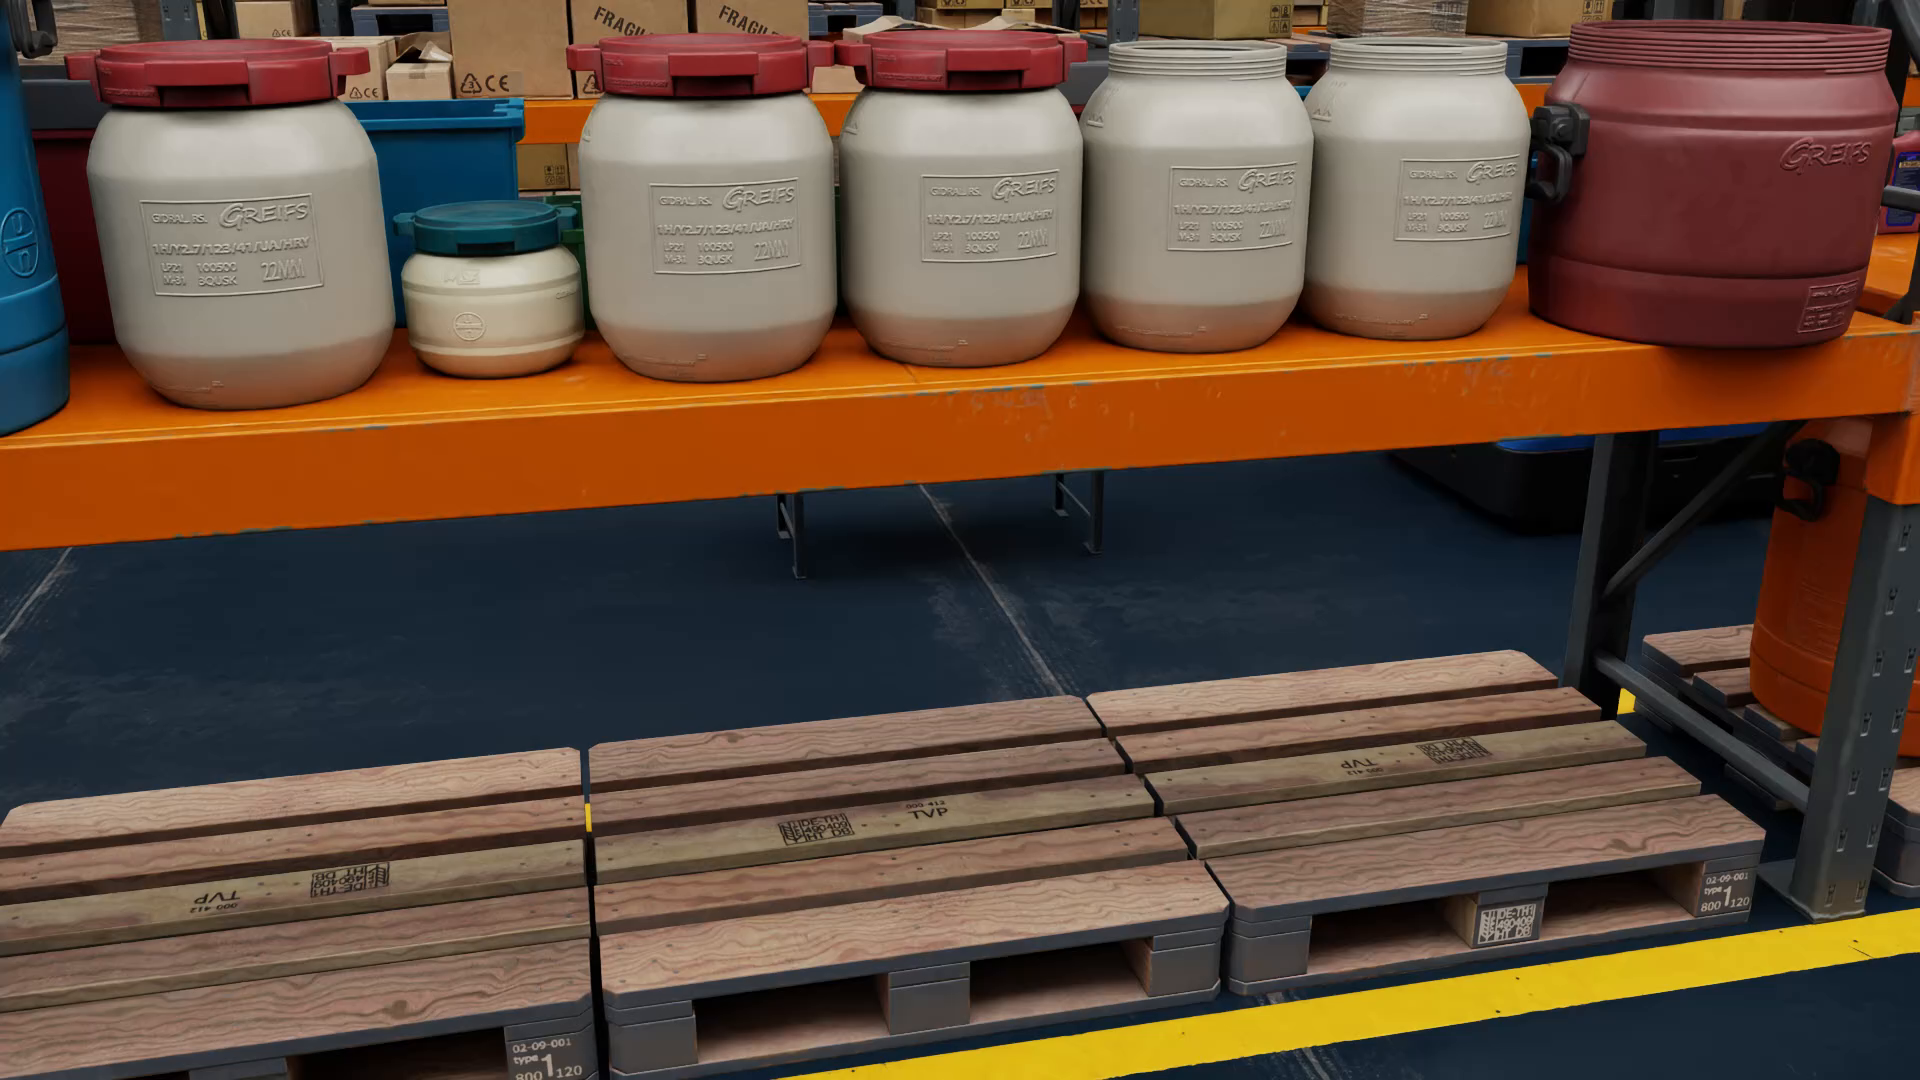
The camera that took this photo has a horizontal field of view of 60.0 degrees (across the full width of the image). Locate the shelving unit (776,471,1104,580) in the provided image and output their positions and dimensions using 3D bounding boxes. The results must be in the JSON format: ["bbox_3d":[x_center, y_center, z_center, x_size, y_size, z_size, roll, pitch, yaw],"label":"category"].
[{"bbox_3d":[-0.083,-0.697,5.538,1.048,1.500,0.538,-5,21,-12],"label":"shelving unit"}]

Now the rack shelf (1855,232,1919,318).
[{"bbox_3d":[3.723,-0.577,4.074,4.000,0.370,1.077,-5,21,-12],"label":"rack shelf"}]

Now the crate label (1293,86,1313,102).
[{"bbox_3d":[0.748,-0.785,3.544,0.616,0.435,0.502,-5,21,-12],"label":"crate label"}]

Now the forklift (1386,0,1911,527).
[{"bbox_3d":[3.235,-1.678,6.133,3.031,2.935,1.130,-5,21,-13],"label":"forklift"}]

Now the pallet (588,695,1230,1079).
[{"bbox_3d":[-0.171,0.697,3.605,1.213,0.211,1.003,-5,21,-12],"label":"pallet"}]

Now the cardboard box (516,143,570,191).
[{"bbox_3d":[-3.192,-2.910,12.393,0.500,0.500,0.700,-5,21,-14],"label":"cardboard box"}]

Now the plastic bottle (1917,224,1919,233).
[{"bbox_3d":[2.413,-0.859,4.088,0.097,0.201,0.097,0,20,0],"label":"plastic bottle"}]

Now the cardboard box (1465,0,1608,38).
[{"bbox_3d":[2.828,-2.815,8.382,0.500,0.500,0.700,-10,23,-26],"label":"cardboard box"}]

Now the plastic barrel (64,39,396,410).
[{"bbox_3d":[-1.134,-0.506,2.637,0.433,0.535,0.433,0,20,0],"label":"plastic barrel"}]

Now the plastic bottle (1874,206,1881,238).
[{"bbox_3d":[2.189,-0.841,4.038,0.097,0.201,0.097,0,20,0],"label":"plastic bottle"}]

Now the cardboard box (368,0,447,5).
[{"bbox_3d":[-3.892,-4.038,11.693,0.500,0.500,0.700,-5,21,-12],"label":"cardboard box"}]

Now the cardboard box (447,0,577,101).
[{"bbox_3d":[-1.988,-2.242,7.429,0.500,0.500,0.500,-3,20,-9],"label":"cardboard box"}]

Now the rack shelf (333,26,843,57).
[{"bbox_3d":[-2.449,-3.576,12.263,4.000,0.370,1.077,-5,21,-12],"label":"rack shelf"}]

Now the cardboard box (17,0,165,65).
[{"bbox_3d":[-3.682,-2.108,7.062,0.500,0.500,0.700,-5,21,-14],"label":"cardboard box"}]

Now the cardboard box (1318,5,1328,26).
[{"bbox_3d":[2.886,-4.131,13.067,0.250,0.149,0.380,-4,21,-11],"label":"cardboard box"}]

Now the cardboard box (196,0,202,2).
[{"bbox_3d":[-5.269,-3.865,11.102,0.500,0.500,0.500,-5,21,-13],"label":"cardboard box"}]

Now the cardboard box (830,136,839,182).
[{"bbox_3d":[-1.191,-3.031,12.722,0.500,0.500,0.700,-4,21,-12],"label":"cardboard box"}]

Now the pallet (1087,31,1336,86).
[{"bbox_3d":[1.284,-2.402,8.289,1.003,0.211,1.213,-5,21,-12],"label":"pallet"}]

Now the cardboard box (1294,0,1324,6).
[{"bbox_3d":[2.504,-4.420,12.914,0.500,0.500,0.500,-4,21,-12],"label":"cardboard box"}]

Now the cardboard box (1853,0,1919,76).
[{"bbox_3d":[5.092,-2.727,8.753,0.500,0.500,0.500,-4,21,-11],"label":"cardboard box"}]

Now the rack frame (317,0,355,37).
[{"bbox_3d":[-4.395,-3.756,11.707,0.127,3.000,1.000,-5,21,-12],"label":"rack frame"}]

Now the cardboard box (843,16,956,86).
[{"bbox_3d":[-0.274,-2.367,8.044,0.500,0.311,0.500,-5,21,-13],"label":"cardboard box"}]

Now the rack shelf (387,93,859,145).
[{"bbox_3d":[-1.306,-1.918,7.737,4.000,0.370,1.077,-5,21,-12],"label":"rack shelf"}]

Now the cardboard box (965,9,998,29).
[{"bbox_3d":[0.118,-3.929,12.517,0.250,0.149,0.380,-4,21,-12],"label":"cardboard box"}]

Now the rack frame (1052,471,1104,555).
[{"bbox_3d":[0.412,-0.738,5.648,0.032,1.500,0.500,-5,21,-12],"label":"rack frame"}]

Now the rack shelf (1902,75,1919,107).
[{"bbox_3d":[6.480,-2.552,9.465,4.000,0.370,1.077,-5,21,-12],"label":"rack shelf"}]

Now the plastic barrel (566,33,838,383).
[{"bbox_3d":[-0.420,-0.564,2.795,0.433,0.535,0.433,0,20,0],"label":"plastic barrel"}]

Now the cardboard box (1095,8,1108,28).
[{"bbox_3d":[1.117,-4.024,12.774,0.250,0.149,0.380,-4,21,-12],"label":"cardboard box"}]

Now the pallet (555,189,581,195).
[{"bbox_3d":[-2.449,-2.606,12.623,1.213,0.211,1.003,-5,21,-12],"label":"pallet"}]

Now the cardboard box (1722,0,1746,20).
[{"bbox_3d":[4.021,-3.013,8.922,0.500,0.500,0.700,-13,24,-31],"label":"cardboard box"}]

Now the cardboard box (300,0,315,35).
[{"bbox_3d":[-4.902,-3.729,11.823,0.500,0.250,0.500,-4,21,-12],"label":"cardboard box"}]

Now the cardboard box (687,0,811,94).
[{"bbox_3d":[-0.988,-2.323,7.651,0.500,0.500,0.500,-6,21,-15],"label":"cardboard box"}]

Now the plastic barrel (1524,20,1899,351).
[{"bbox_3d":[1.395,-0.682,3.118,0.708,0.536,0.600,-5,21,-12],"label":"plastic barrel"}]

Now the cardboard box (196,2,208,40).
[{"bbox_3d":[-5.273,-3.519,11.250,0.500,0.250,0.500,-5,21,-12],"label":"cardboard box"}]

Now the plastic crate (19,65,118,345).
[{"bbox_3d":[-1.715,-0.610,3.027,0.583,0.464,0.402,-5,21,-12],"label":"plastic crate"}]

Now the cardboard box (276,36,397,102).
[{"bbox_3d":[-2.783,-2.081,7.353,0.500,0.250,0.500,-3,20,-9],"label":"cardboard box"}]

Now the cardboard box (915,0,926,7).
[{"bbox_3d":[-0.104,-4.394,12.842,0.500,0.500,0.500,-5,21,-12],"label":"cardboard box"}]

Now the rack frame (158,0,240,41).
[{"bbox_3d":[-3.252,-2.098,7.181,0.127,3.000,1.000,-5,21,-12],"label":"rack frame"}]

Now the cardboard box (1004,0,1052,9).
[{"bbox_3d":[0.541,-4.260,12.475,0.500,0.500,0.500,-4,20,-11],"label":"cardboard box"}]

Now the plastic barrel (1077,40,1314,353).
[{"bbox_3d":[0.415,-0.622,2.990,0.421,0.512,0.421,0,20,0],"label":"plastic barrel"}]

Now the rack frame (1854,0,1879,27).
[{"bbox_3d":[4.533,-2.731,8.909,0.127,3.000,1.000,-5,21,-12],"label":"rack frame"}]

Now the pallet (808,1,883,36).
[{"bbox_3d":[-1.172,-3.890,12.353,1.003,0.211,1.213,-5,21,-12],"label":"pallet"}]

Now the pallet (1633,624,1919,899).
[{"bbox_3d":[2.535,0.477,4.206,1.213,0.211,1.003,-5,21,-12],"label":"pallet"}]

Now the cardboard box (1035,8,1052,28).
[{"bbox_3d":[0.613,-3.983,12.664,0.250,0.149,0.380,-5,21,-13],"label":"cardboard box"}]

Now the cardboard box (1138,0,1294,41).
[{"bbox_3d":[1.228,-2.746,8.195,0.500,0.500,0.700,-12,24,-31],"label":"cardboard box"}]

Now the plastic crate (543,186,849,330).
[{"bbox_3d":[-0.486,-0.572,3.324,0.662,0.188,0.450,-5,21,-12],"label":"plastic crate"}]
